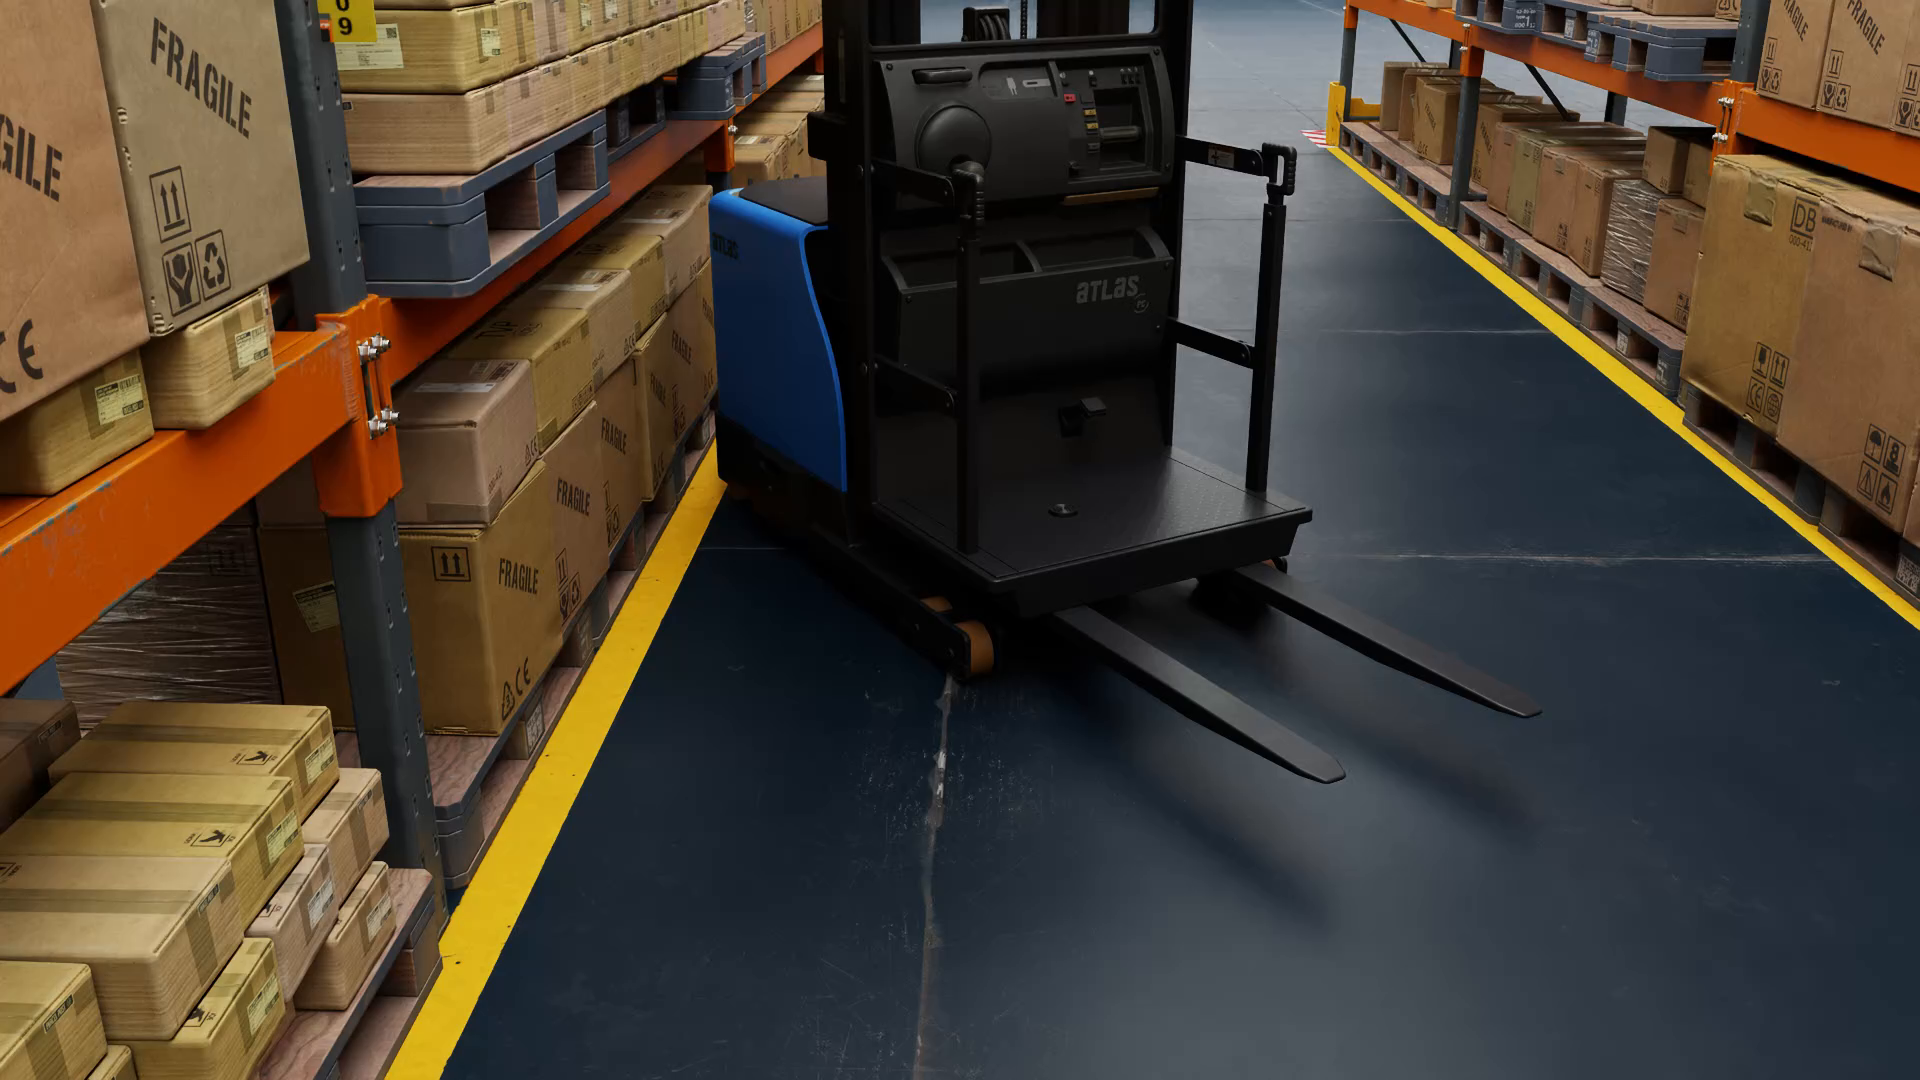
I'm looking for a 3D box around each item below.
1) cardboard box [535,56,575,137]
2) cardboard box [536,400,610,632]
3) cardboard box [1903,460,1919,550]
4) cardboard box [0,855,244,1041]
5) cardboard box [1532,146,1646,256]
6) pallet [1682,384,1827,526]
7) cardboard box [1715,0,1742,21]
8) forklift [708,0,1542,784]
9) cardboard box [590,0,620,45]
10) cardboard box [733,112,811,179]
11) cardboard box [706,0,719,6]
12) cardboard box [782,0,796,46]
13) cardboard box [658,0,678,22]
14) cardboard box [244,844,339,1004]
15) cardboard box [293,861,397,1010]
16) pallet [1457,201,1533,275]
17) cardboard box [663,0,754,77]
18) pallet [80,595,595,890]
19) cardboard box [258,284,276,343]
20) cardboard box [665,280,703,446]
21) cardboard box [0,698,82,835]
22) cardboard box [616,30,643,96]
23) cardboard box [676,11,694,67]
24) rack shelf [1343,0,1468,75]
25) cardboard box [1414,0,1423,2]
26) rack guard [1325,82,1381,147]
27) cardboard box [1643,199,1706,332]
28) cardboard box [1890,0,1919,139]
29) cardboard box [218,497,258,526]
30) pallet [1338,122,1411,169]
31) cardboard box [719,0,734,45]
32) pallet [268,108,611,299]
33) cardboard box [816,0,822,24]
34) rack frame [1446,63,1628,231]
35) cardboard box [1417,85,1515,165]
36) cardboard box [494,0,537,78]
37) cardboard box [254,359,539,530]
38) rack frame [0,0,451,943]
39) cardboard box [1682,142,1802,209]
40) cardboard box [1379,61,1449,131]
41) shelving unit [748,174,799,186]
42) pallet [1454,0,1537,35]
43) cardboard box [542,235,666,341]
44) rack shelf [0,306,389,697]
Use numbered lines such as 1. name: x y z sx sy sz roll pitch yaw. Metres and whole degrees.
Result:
1. cardboard box: -1.080 -0.991 3.703 0.380 0.149 0.250 1 21 2
2. cardboard box: -1.264 -0.070 4.438 0.500 0.500 0.500 2 21 4
3. cardboard box: 3.414 -0.253 4.391 1.225 0.875 0.875 0 21 0
4. cardboard box: -1.286 0.586 2.410 0.380 0.149 0.250 0 21 1
5. cardboard box: 3.542 -1.829 8.944 0.700 0.500 0.500 -1 21 -3
6. pallet: 3.411 -0.355 6.152 1.003 0.211 1.213 1 21 2
7. cardboard box: 3.486 -2.377 6.791 0.500 0.500 0.500 -2 21 -5
8. forklift: 0.313 -1.172 4.497 1.130 2.935 3.031 -12 24 -28
9. cardboard box: -1.068 -1.317 4.133 0.380 0.149 0.250 1 21 4
10. cardboard box: -1.313 -1.713 8.326 1.050 0.750 0.750 1 21 2
11. cardboard box: -1.016 -1.872 5.564 0.380 0.149 0.250 1 21 3
12. cardboard box: -1.115 -2.783 8.416 0.500 0.500 0.500 0 21 1
13. cardboard box: -1.042 -1.598 4.856 0.380 0.149 0.250 1 21 3
14. cardboard box: -1.254 0.626 2.719 0.380 0.149 0.250 0 21 -1
15. cardboard box: -1.238 0.695 2.952 0.380 0.149 0.250 1 21 2
16. pallet: 3.609 -1.804 9.887 1.003 0.211 1.213 1 21 2
17. cardboard box: -1.161 -2.236 7.008 0.500 0.500 0.500 1 21 2
18. pallet: -1.544 0.434 4.118 1.003 0.211 1.213 1 21 2
19. cardboard box: -1.341 -0.361 2.660 0.380 0.149 0.250 0 21 1
20. cardboard box: -1.223 -0.632 5.887 0.500 0.500 0.500 1 21 4
21. cardboard box: -1.784 0.394 2.905 0.380 0.149 0.250 1 21 4
22. cardboard box: -1.060 -1.272 4.428 0.380 0.149 0.250 0 21 1
23. cardboard box: -1.035 -1.556 5.158 0.380 0.149 0.250 0 21 -1
24. rack shelf: 3.692 -3.773 12.102 1.077 0.370 4.000 1 21 2
25. cardboard box: 3.405 -3.892 11.759 0.380 0.149 0.250 1 21 2
26. rack guard: 3.751 -3.639 14.217 1.175 0.500 0.348 1 21 2
27. cardboard box: 3.510 -1.222 7.378 0.700 0.500 0.500 0 21 -1
28. cardboard box: 3.198 -1.441 4.959 0.500 0.500 0.500 0 21 1
29. cardboard box: -1.796 -0.236 3.830 0.500 0.250 0.500 0 21 0
30. pallet: 3.691 -3.211 13.513 1.003 0.211 1.213 1 21 2
31. cardboard box: -1.010 -1.836 5.881 0.380 0.149 0.250 1 21 1
32. pallet: -1.398 -0.769 3.631 1.003 0.211 1.213 1 21 2
33. cardboard box: -1.072 -3.332 9.831 0.500 0.500 0.500 1 21 1
34. rack frame: 3.632 -3.386 10.108 1.000 3.000 0.127 1 21 2
35. cardboard box: 3.634 -2.993 11.970 0.500 0.500 0.500 -1 21 -3
36. cardboard box: -1.089 -1.033 3.399 0.380 0.149 0.250 0 21 1
37. cardboard box: -1.280 -0.228 3.809 0.500 0.250 0.500 0 21 -1
38. rack frame: -1.566 -0.584 2.888 1.000 3.000 0.127 1 21 2
39. cardboard box: 3.500 -1.571 7.242 0.500 0.250 0.500 1 21 4
40. cardboard box: 3.718 -3.637 13.630 0.500 0.500 0.500 5 22 12
41. shelving unit: -0.614 -0.791 6.117 0.215 1.050 0.252 -12 24 -28
42. pallet: 3.463 -3.021 9.434 1.003 0.211 1.213 1 21 2
43. cardboard box: -1.239 -0.794 5.267 0.500 0.250 0.500 1 21 3
44. rack shelf: -1.627 0.474 1.154 1.077 0.370 4.000 1 21 2
